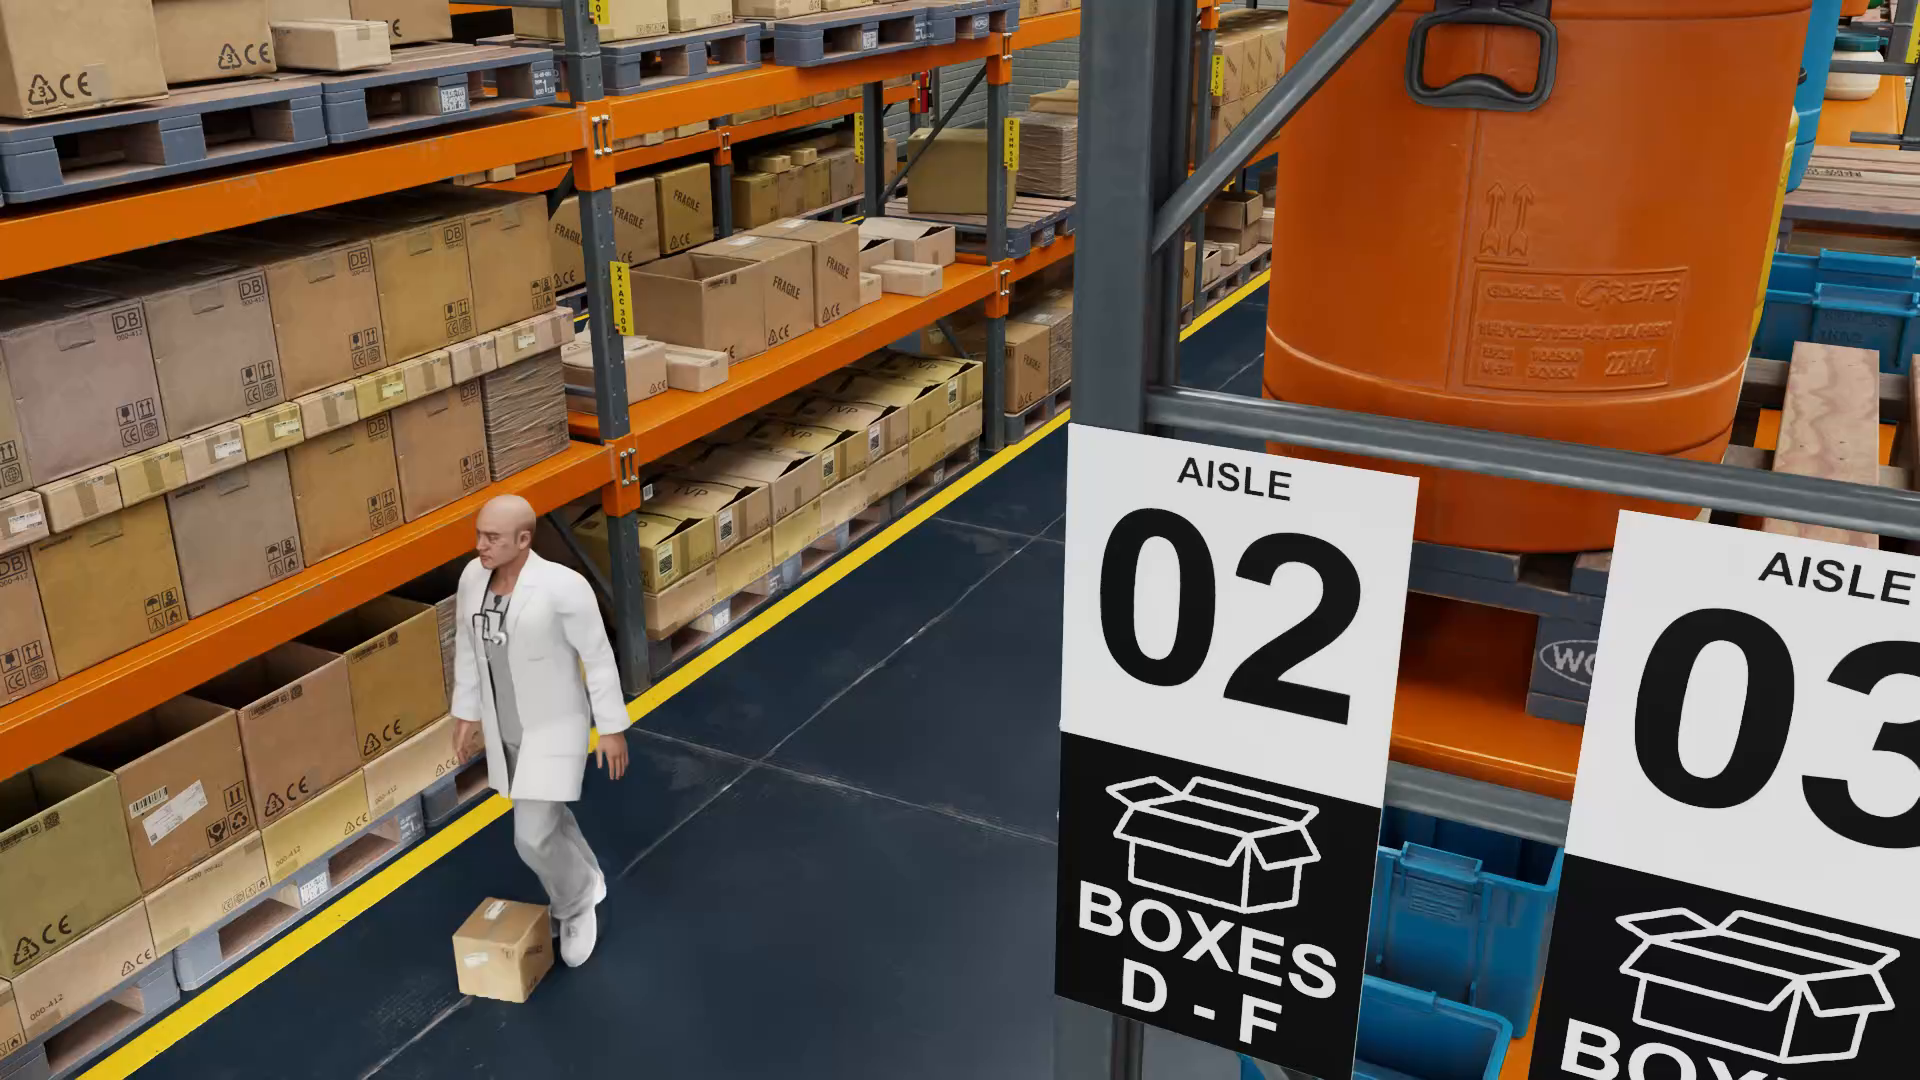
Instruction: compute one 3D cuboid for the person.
[{"bbox_3d":[-1.495,0.684,5.942,0.685,1.805,0.558,11,25,24],"label":"person"}]
